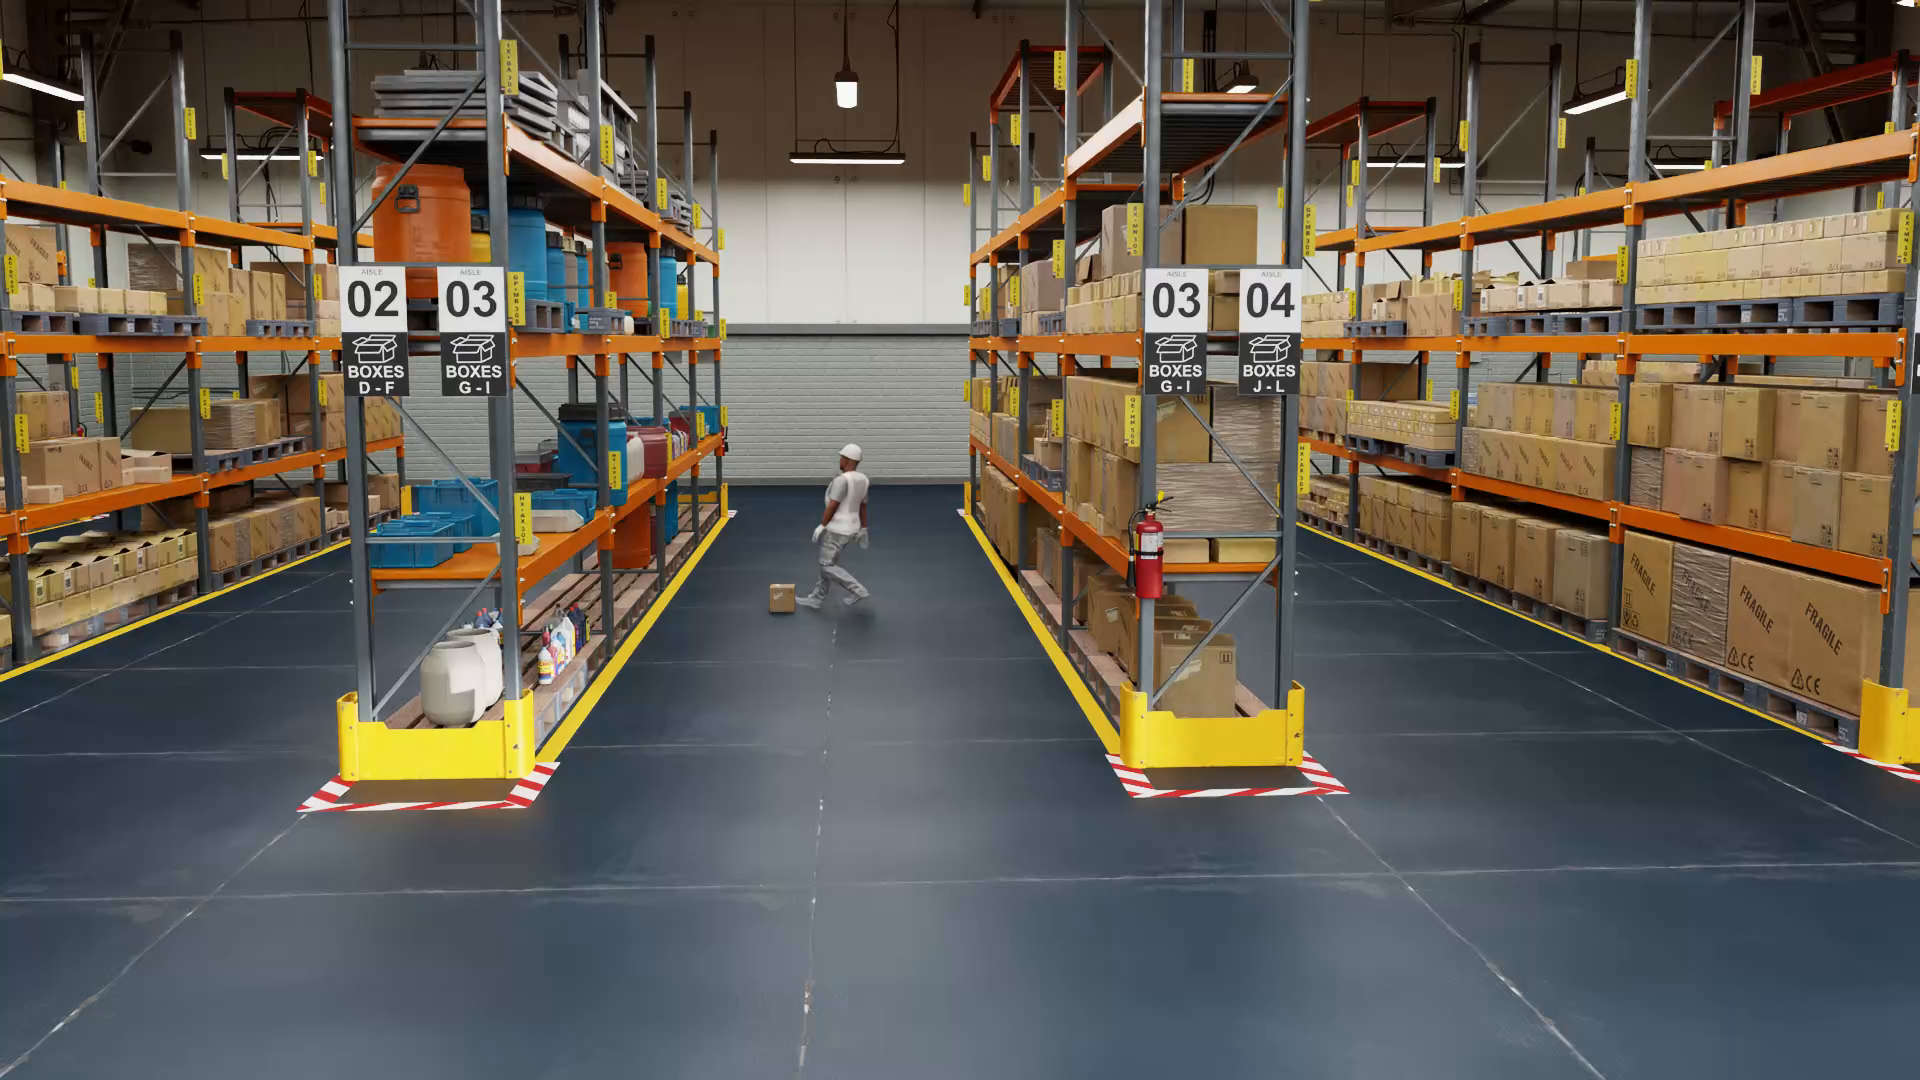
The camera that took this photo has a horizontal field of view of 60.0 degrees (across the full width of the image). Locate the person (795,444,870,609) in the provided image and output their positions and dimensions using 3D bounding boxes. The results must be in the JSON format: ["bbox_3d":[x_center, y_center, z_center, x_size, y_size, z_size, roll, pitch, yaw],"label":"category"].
[{"bbox_3d":[-1.313,-0.122,16.963,0.922,1.717,0.620,3,7,24],"label":"person"}]
